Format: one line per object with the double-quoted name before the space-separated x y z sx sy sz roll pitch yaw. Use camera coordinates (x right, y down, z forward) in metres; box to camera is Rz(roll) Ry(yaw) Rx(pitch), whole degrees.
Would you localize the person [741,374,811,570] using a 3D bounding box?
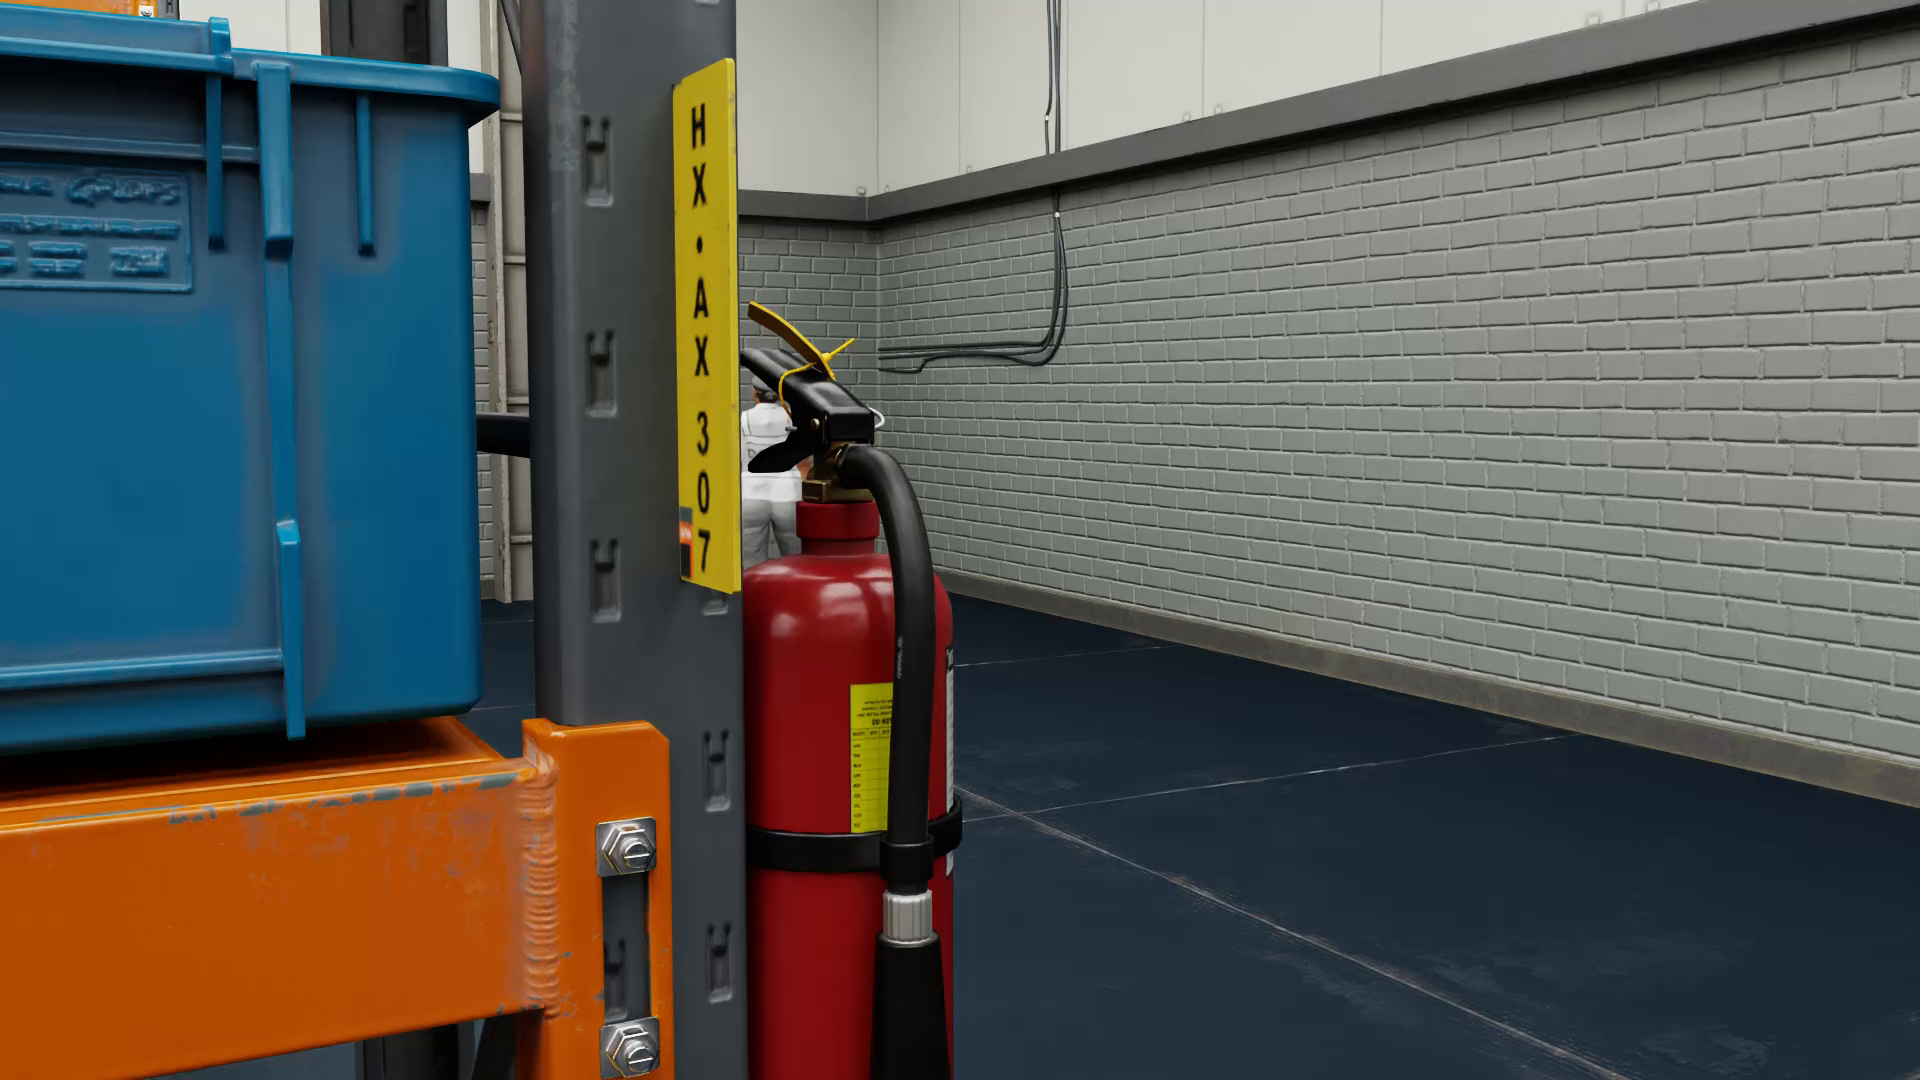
"person" -1.128 -0.179 9.806 0.512 1.681 0.451 -1 5 -15
